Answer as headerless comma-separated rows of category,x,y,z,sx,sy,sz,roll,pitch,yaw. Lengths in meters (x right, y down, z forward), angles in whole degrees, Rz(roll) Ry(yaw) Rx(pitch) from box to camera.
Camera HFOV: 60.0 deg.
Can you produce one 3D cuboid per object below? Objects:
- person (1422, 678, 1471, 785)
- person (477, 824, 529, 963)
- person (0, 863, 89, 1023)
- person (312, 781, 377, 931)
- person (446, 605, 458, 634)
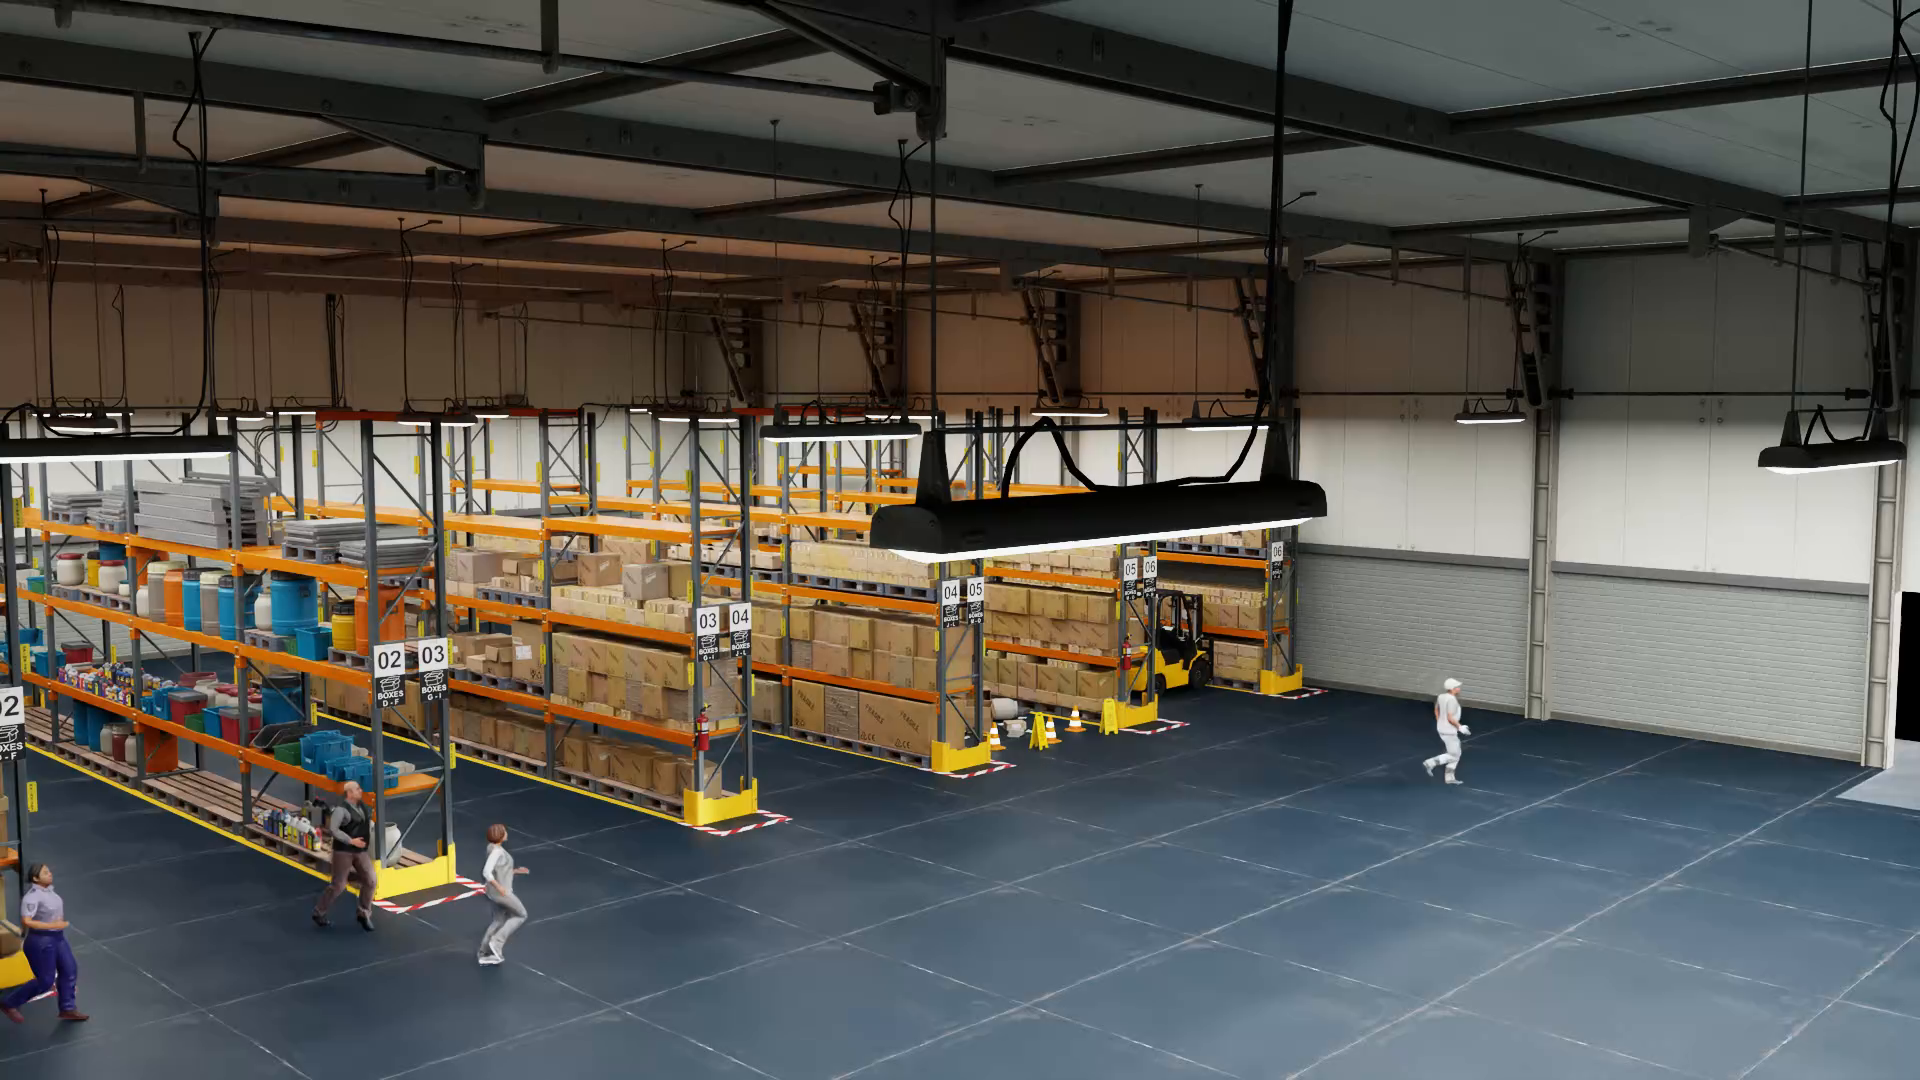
person,7.792,3.094,26.819,0.711,1.738,0.646,0,5,-2
person,-5.057,3.908,18.410,0.596,1.562,0.515,-3,6,-29
person,-9.192,4.054,16.644,0.781,1.658,0.610,-1,5,-10
person,-7.243,3.744,19.757,0.753,1.748,0.706,2,5,18
person,-11.357,2.248,36.677,0.563,1.696,0.839,-4,6,-35
